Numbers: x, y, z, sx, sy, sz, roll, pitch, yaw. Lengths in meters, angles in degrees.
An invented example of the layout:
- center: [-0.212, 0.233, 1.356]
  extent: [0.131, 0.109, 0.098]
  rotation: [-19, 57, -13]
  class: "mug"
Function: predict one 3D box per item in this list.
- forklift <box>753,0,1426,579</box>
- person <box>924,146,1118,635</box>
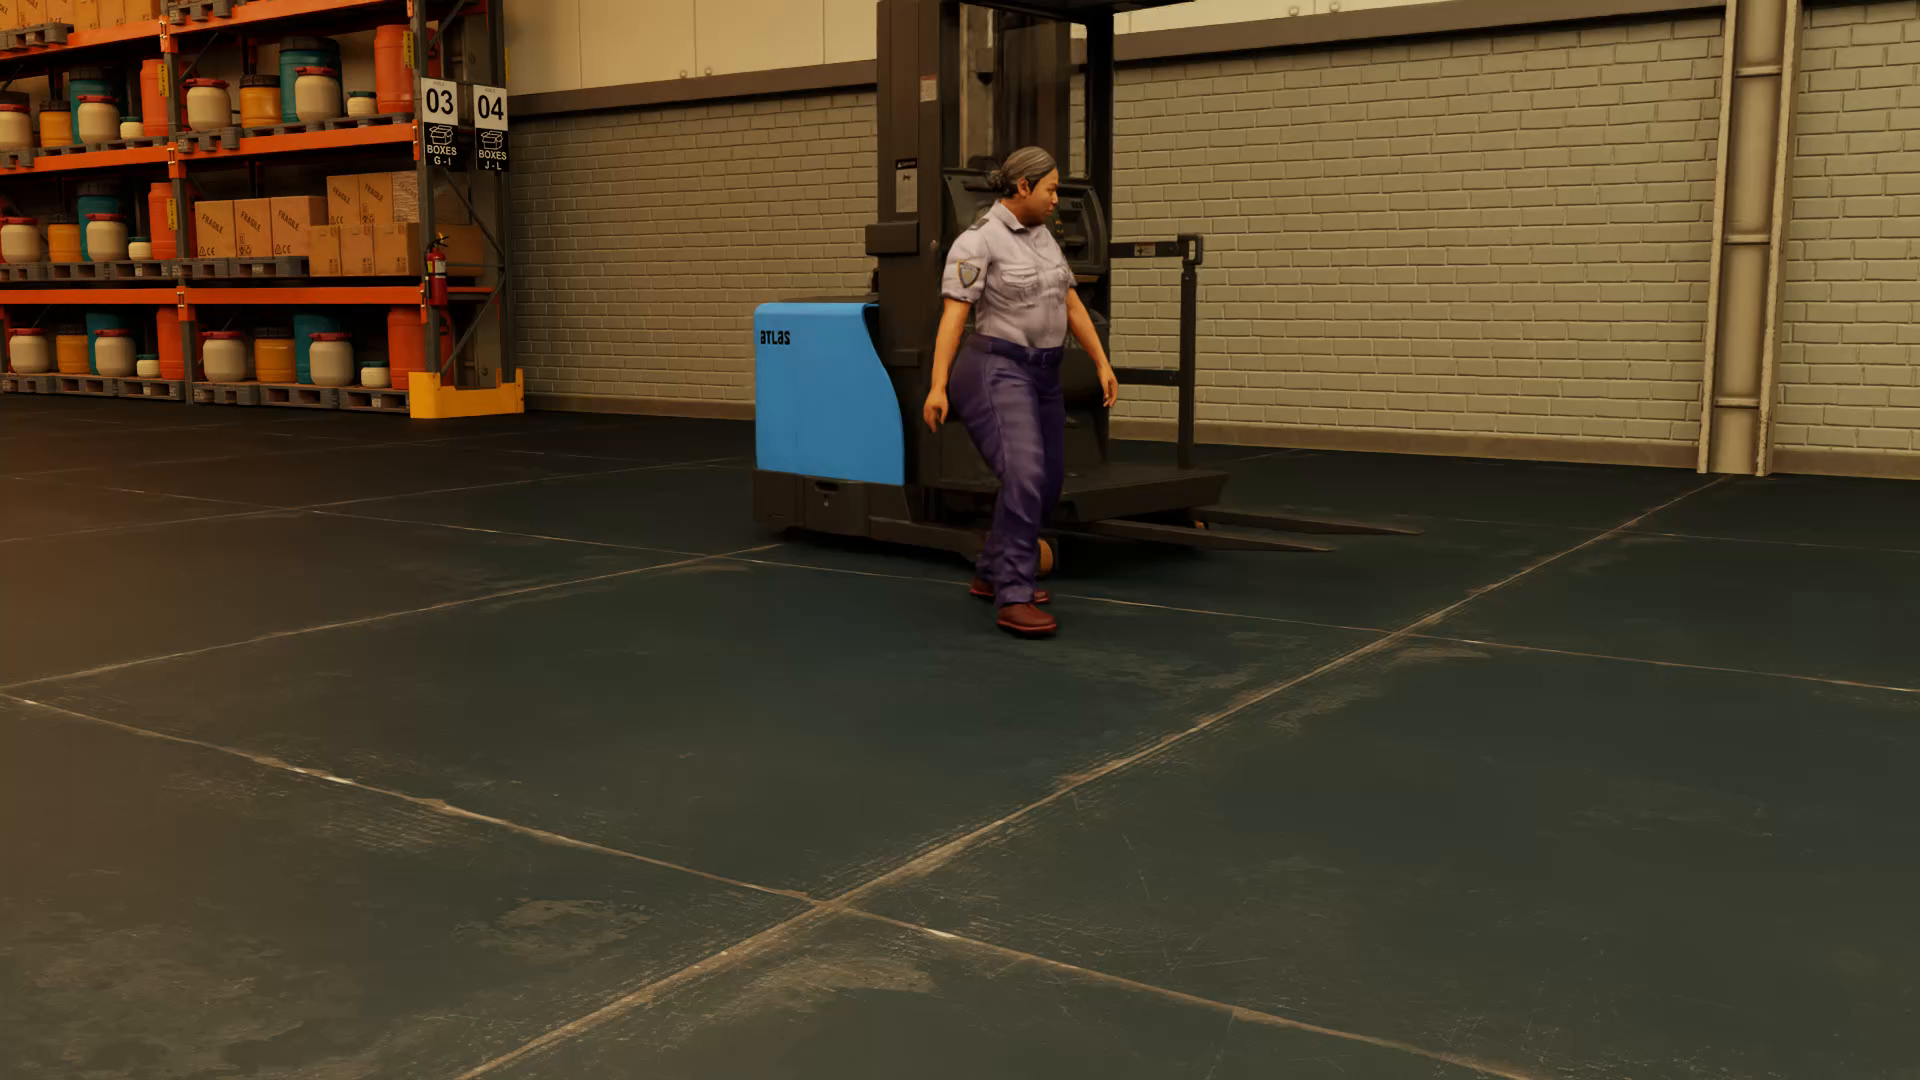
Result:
- center: [0.439, -1.377, 6.878]
  extent: [3.031, 2.935, 1.130]
  rotation: [8, 11, 44]
  class: "forklift"
- center: [0.202, -0.521, 5.651]
  extent: [0.666, 1.596, 0.705]
  rotation: [6, 10, 36]
  class: "person"
